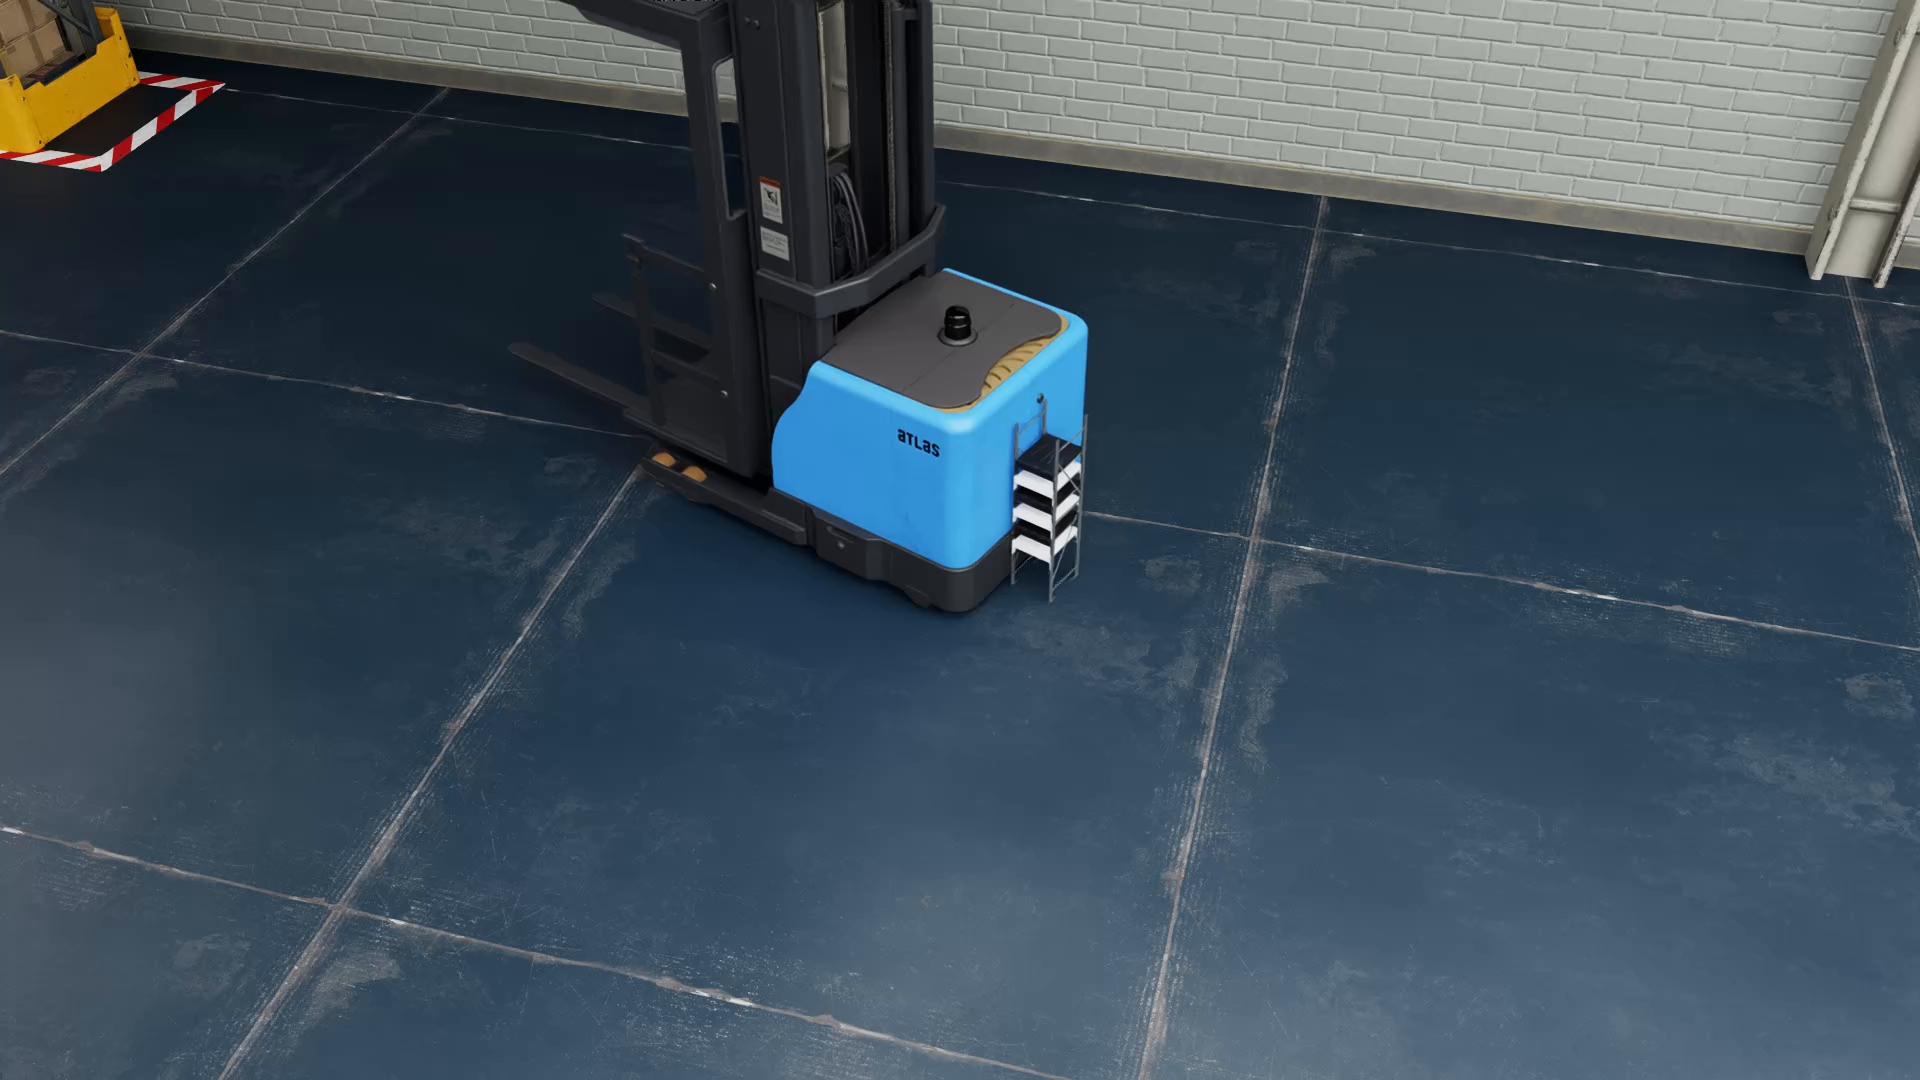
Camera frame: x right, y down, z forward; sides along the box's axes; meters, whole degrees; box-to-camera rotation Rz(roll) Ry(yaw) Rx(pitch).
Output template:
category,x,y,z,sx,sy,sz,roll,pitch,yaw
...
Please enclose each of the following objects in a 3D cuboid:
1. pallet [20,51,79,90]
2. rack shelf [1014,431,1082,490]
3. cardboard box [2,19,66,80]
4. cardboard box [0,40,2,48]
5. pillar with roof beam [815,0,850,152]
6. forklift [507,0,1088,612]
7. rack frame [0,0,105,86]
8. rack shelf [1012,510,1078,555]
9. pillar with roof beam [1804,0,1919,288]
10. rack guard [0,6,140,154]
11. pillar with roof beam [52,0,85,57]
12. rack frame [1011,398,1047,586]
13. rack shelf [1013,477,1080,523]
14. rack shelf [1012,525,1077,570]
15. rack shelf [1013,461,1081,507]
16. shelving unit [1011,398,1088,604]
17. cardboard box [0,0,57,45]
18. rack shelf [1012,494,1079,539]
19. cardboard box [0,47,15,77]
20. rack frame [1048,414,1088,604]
category,x,y,z,sx,sy,sz,roll,pitch,yaw
pallet,-6.780,-3.066,11.261,1.213,0.211,1.003,10,41,11
rack shelf,0.384,-0.342,7.114,0.200,0.077,0.258,24,46,26
cardboard box,-6.455,-3.344,11.235,0.500,0.250,0.500,10,41,12
cardboard box,-6.582,-3.219,10.698,0.500,0.250,0.500,9,41,11
pillar with roof beam,-1.787,-3.334,4.747,0.400,9.000,9.100,10,41,11
forklift,-0.922,-1.562,7.355,3.031,2.935,1.130,24,46,26
rack frame,-6.031,-4.033,10.244,0.127,3.000,1.000,10,41,11
rack shelf,0.384,-0.066,7.345,0.200,0.077,0.258,24,46,26
pillar with roof beam,4.009,-2.337,3.560,0.400,9.000,9.100,10,41,11
rack guard,-6.008,-3.072,11.043,0.348,0.500,1.175,10,41,11
pillar with roof beam,-7.583,-4.331,5.935,0.400,9.000,9.100,10,41,11
rack frame,0.301,-0.198,7.311,0.006,0.900,0.240,24,46,26
rack shelf,0.384,-0.204,7.230,0.200,0.077,0.258,24,46,26
rack shelf,0.384,0.003,7.403,0.200,0.077,0.258,24,46,26
rack shelf,0.384,-0.273,7.172,0.200,0.077,0.258,24,46,26
shelving unit,0.384,-0.161,7.266,0.210,0.900,0.258,24,46,26
cardboard box,-6.431,-3.540,11.079,0.500,0.250,0.500,10,41,12
rack shelf,0.384,-0.135,7.287,0.200,0.077,0.258,24,46,26
cardboard box,-6.566,-3.023,10.853,0.500,0.250,0.500,10,41,12
rack frame,0.467,-0.123,7.221,0.006,0.900,0.240,24,46,26
